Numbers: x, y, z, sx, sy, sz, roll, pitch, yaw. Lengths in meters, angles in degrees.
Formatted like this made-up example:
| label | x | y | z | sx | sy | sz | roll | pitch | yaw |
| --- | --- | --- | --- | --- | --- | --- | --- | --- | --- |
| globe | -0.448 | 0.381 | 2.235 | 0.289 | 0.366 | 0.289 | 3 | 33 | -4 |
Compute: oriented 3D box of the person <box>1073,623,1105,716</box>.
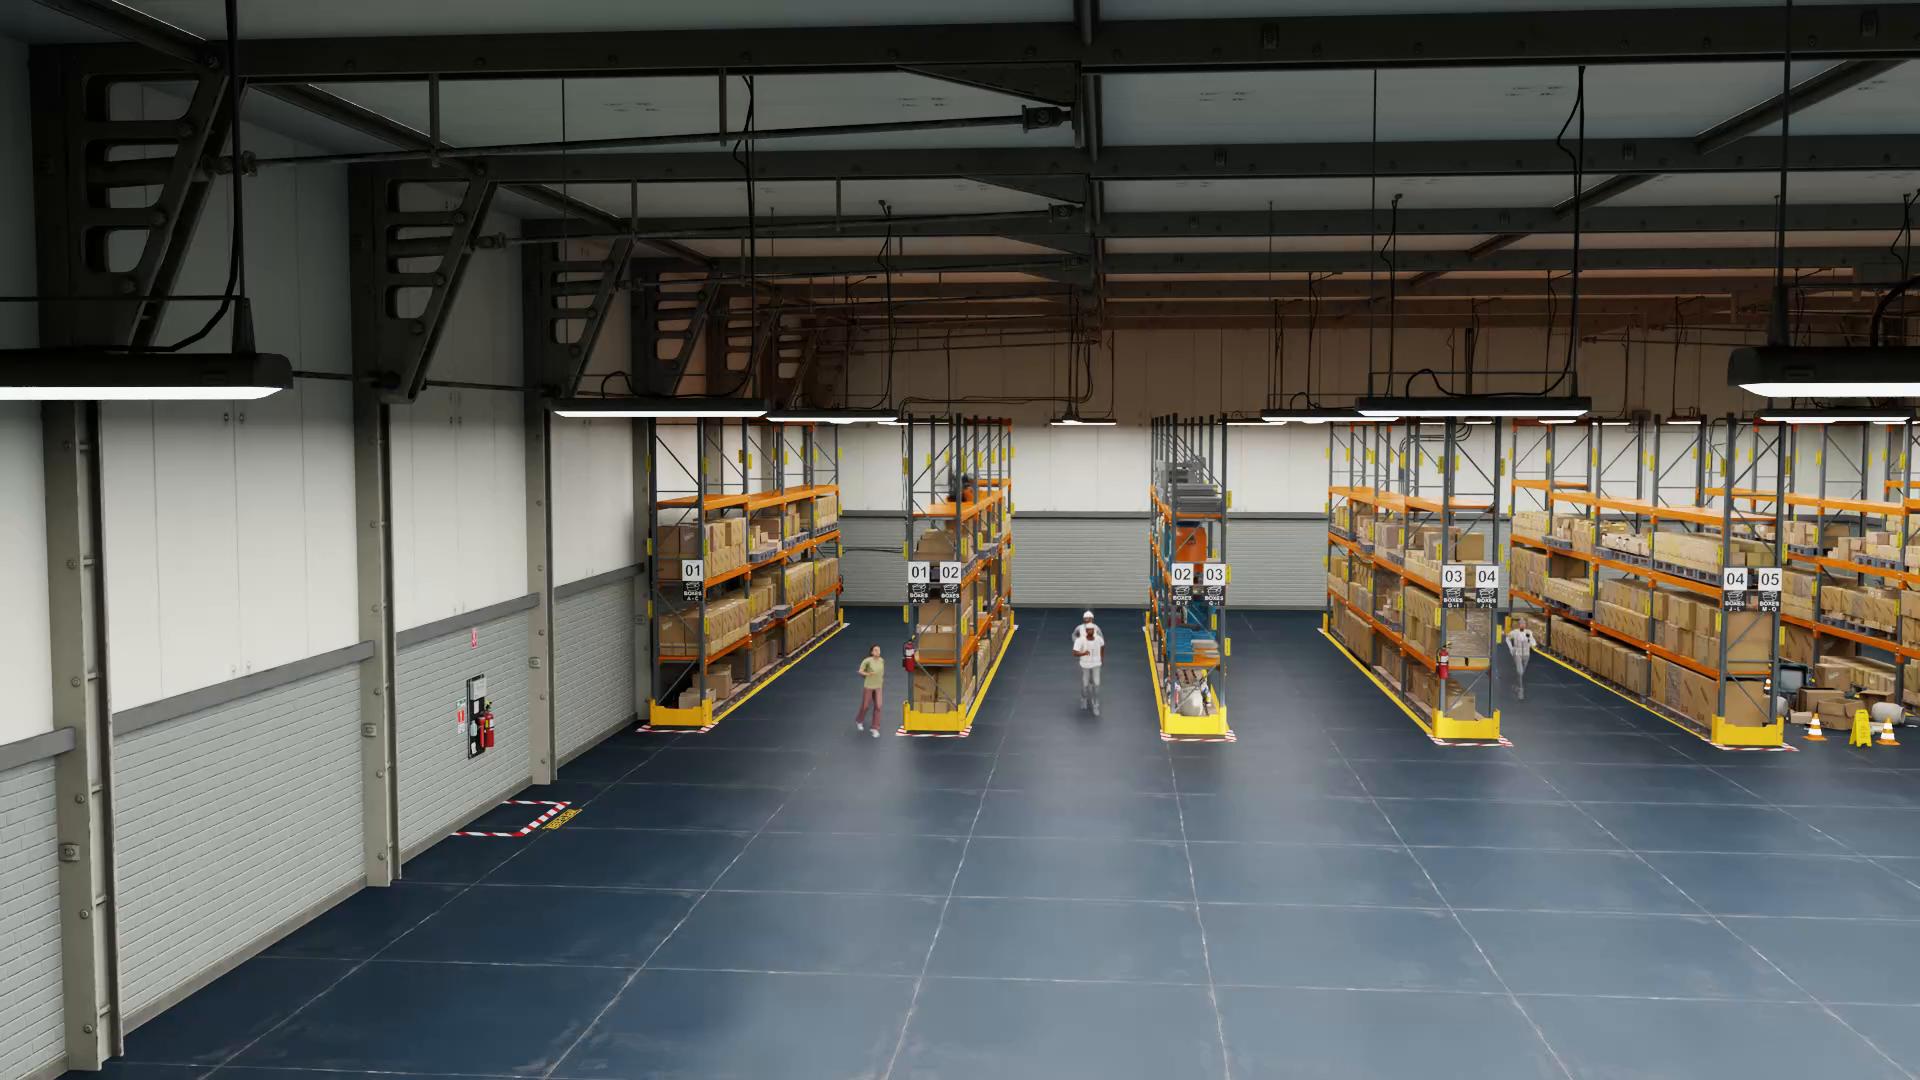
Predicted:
| label | x | y | z | sx | sy | sz | roll | pitch | yaw |
| --- | --- | --- | --- | --- | --- | --- | --- | --- | --- |
| person | 2.586 | 2.561 | 33.266 | 0.689 | 1.841 | 0.810 | 0 | 4 | -5 |

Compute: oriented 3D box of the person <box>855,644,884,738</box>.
| label | x | y | z | sx | sy | sz | roll | pitch | yaw |
| --- | --- | --- | --- | --- | --- | --- | --- | --- | --- |
| person | -1.635 | 2.794 | 31.134 | 0.585 | 1.693 | 0.859 | -2 | 4 | -25 |

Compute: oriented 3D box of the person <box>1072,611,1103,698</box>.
| label | x | y | z | sx | sy | sz | roll | pitch | yaw |
| --- | --- | --- | --- | --- | --- | --- | --- | --- | --- |
| person | 2.711 | 2.417 | 35.230 | 0.635 | 1.817 | 0.836 | 0 | 4 | -2 |

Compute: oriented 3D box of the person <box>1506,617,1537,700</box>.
| label | x | y | z | sx | sy | sz | roll | pitch | yaw |
| --- | --- | --- | --- | --- | --- | --- | --- | --- | --- |
| person | 11.971 | 2.502 | 35.436 | 0.584 | 1.754 | 0.775 | 0 | 4 | 1 |
